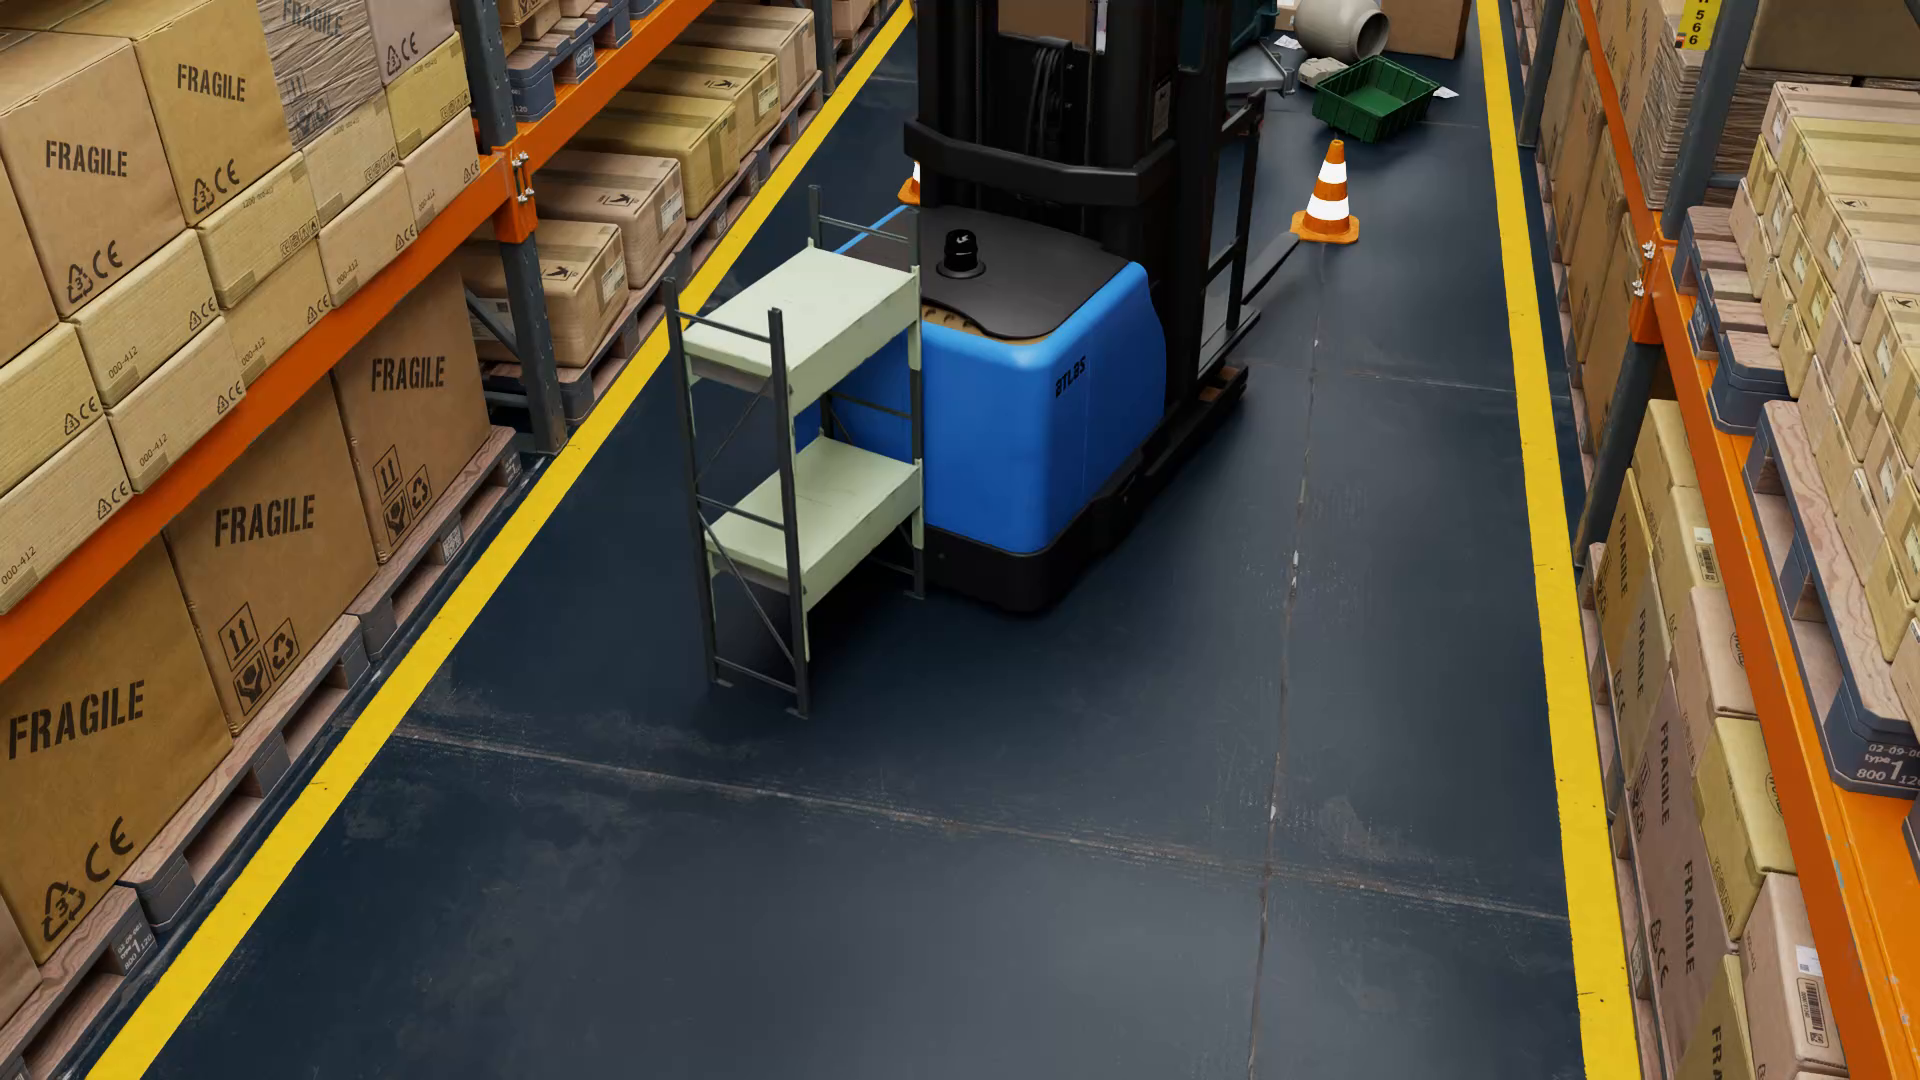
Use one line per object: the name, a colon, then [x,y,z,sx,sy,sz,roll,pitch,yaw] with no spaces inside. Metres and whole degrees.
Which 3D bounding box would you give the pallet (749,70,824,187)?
pallet: [-1.411,-2.361,9.328,1.003,0.211,1.213,7,37,10]

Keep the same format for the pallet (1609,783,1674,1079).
pallet: [2.325,1.193,4.424,1.003,0.211,1.213,7,37,10]

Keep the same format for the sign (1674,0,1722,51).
sign: [2.214,-1.617,4.939,0.100,0.325,0.005,7,37,10]

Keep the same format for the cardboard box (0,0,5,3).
cardboard box: [-2.667,-1.256,4.490,0.500,0.500,0.500,8,37,11]

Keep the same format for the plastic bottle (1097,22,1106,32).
plastic bottle: [0.861,-3.252,10.684,0.133,0.061,0.283,14,38,18]

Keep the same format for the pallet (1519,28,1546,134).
pallet: [3.850,-2.671,9.756,1.003,0.211,1.213,7,37,10]

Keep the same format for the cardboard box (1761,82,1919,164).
cardboard box: [2.468,-1.147,4.626,0.380,0.149,0.250,7,37,10]

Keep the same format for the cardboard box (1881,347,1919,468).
cardboard box: [2.132,-0.253,3.393,0.380,0.149,0.250,7,36,9]

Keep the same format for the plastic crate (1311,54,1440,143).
plastic crate: [2.368,-2.523,9.522,0.450,0.188,0.662,36,48,26]

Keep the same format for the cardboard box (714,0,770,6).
cardboard box: [-1.383,-3.366,10.323,0.500,0.250,0.500,9,37,12]

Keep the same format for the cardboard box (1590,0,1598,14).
cardboard box: [3.019,-2.571,7.156,0.500,0.500,0.500,7,37,10]

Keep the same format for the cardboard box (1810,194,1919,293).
cardboard box: [2.300,-0.703,4.013,0.380,0.149,0.250,6,36,8]

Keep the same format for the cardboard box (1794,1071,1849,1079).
cardboard box: [1.814,1.292,3.044,0.500,0.250,0.500,6,36,9]

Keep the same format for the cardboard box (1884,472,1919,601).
cardboard box: [2.072,0.014,3.277,0.380,0.149,0.250,7,37,10]

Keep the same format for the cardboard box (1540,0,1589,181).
cardboard box: [3.566,-2.266,8.380,1.050,0.750,0.750,7,37,10]

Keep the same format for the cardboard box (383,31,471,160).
cardboard box: [-1.956,-1.476,5.432,0.500,0.250,0.500,7,37,10]

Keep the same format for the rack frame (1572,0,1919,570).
rack frame: [2.756,-1.081,5.185,1.000,3.000,0.127,7,37,10]

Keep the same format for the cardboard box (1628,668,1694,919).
cardboard box: [2.147,0.718,4.475,0.500,0.500,0.500,6,36,9]

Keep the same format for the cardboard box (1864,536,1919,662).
cardboard box: [2.069,0.144,3.351,0.380,0.149,0.250,9,37,12]

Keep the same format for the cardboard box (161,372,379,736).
cardboard box: [-2.524,-0.057,5.225,0.875,0.875,0.875,8,37,11]

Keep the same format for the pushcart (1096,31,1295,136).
pushcart: [0.991,-2.618,9.540,1.648,0.377,0.936,-5,36,-6]

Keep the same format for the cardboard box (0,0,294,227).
cardboard box: [-2.170,-1.180,4.385,0.500,0.500,0.500,7,37,10]

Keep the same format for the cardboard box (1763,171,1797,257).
cardboard box: [2.401,-0.862,4.486,0.380,0.149,0.250,9,37,12]

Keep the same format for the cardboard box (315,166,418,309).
cardboard box: [-2.049,-0.965,5.154,0.500,0.250,0.500,8,37,11]

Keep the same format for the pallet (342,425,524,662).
pallet: [-2.343,-0.072,6.169,1.003,0.211,1.213,7,37,10]

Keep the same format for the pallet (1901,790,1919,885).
pallet: [2.207,0.870,2.657,1.003,0.211,1.213,7,37,10]

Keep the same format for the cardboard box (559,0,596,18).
cardboard box: [-1.653,-2.184,6.563,0.380,0.149,0.250,5,36,7]

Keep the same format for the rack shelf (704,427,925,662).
rack shelf: [-0.484,-0.001,5.529,0.431,0.370,0.720,19,40,24]

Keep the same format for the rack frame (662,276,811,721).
rack frame: [-0.667,-0.079,5.081,0.400,1.500,0.023,19,40,24]

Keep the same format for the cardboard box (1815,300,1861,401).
cardboard box: [2.240,-0.421,3.878,0.380,0.149,0.250,7,37,10]

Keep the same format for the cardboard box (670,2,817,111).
cardboard box: [-1.356,-2.742,9.358,0.950,0.372,0.625,8,37,11]

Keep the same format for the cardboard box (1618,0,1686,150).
cardboard box: [2.698,-1.699,5.953,0.500,0.500,0.500,7,37,10]

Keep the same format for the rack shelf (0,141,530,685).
rack shelf: [-2.528,-0.206,4.591,1.077,0.370,4.000,7,37,10]

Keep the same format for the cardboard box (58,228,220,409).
cardboard box: [-2.262,-0.587,4.206,0.500,0.250,0.500,6,36,9]

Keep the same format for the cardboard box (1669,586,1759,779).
cardboard box: [2.146,0.395,4.282,0.500,0.250,0.500,8,37,10]

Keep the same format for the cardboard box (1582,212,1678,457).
cardboard box: [2.974,-0.678,6.188,1.050,0.750,0.750,7,36,9]

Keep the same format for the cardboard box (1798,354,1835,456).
cardboard box: [2.238,-0.302,3.966,0.380,0.149,0.250,8,37,11]

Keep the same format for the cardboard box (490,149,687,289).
cardboard box: [-1.821,-1.496,7.640,0.950,0.372,0.625,7,36,9]

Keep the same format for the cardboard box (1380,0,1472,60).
cardboard box: [2.940,-3.382,10.488,0.500,0.500,0.500,14,38,18]

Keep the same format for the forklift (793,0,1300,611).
forklift: [0.561,-1.780,6.208,1.130,2.935,3.031,19,40,24]

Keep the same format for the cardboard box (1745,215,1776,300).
cardboard box: [2.406,-0.764,4.605,0.380,0.149,0.250,9,37,12]

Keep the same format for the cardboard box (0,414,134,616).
cardboard box: [-2.369,-0.097,3.956,0.500,0.250,0.500,7,37,10]

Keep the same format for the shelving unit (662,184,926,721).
shelving unit: [-0.484,-0.265,5.337,0.431,1.500,0.755,19,40,24]

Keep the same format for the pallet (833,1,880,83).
pallet: [-1.138,-3.197,10.481,1.003,0.211,1.213,7,37,10]

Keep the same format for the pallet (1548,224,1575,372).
pallet: [3.261,-1.092,7.576,1.003,0.211,1.213,7,37,10]
